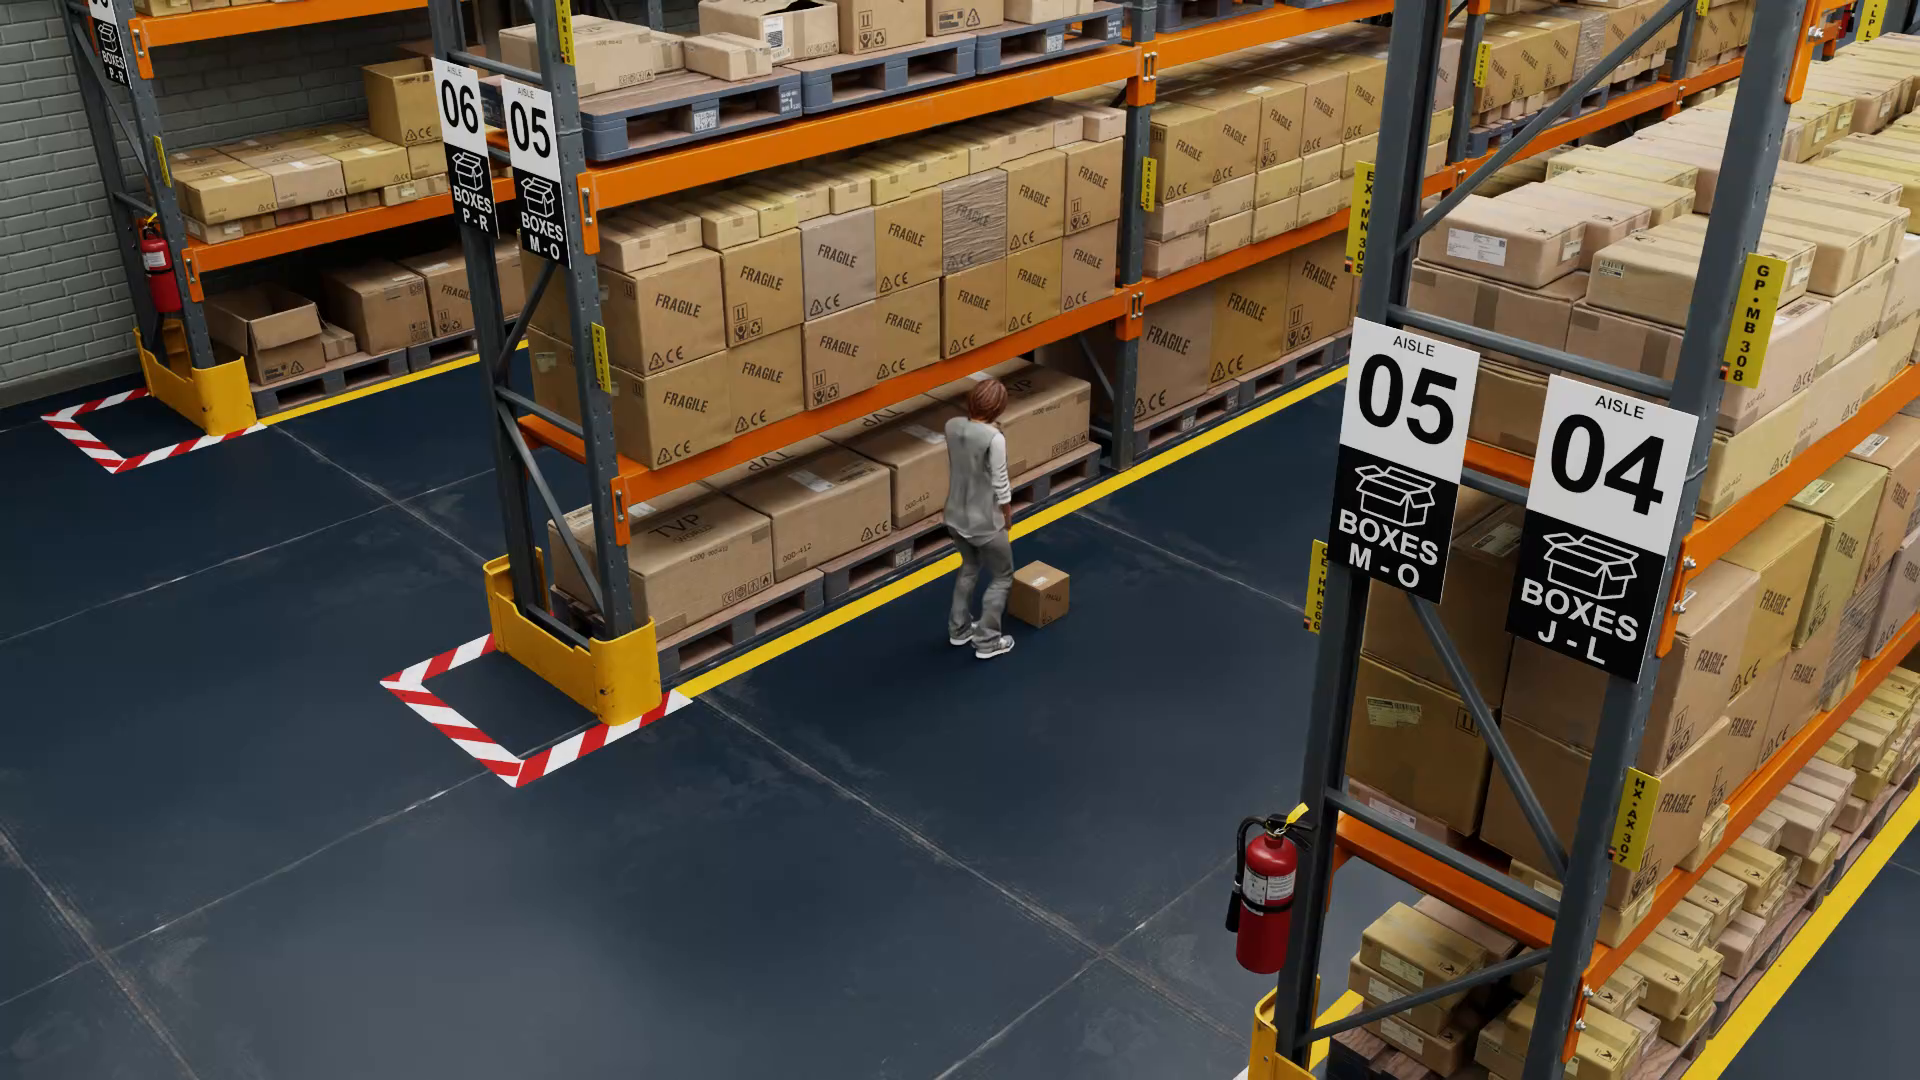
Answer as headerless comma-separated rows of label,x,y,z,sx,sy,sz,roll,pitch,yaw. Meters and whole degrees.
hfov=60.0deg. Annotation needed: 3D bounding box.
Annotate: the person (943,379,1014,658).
person,0.092,-0.104,8.896,0.382,1.542,0.426,-25,37,-38
